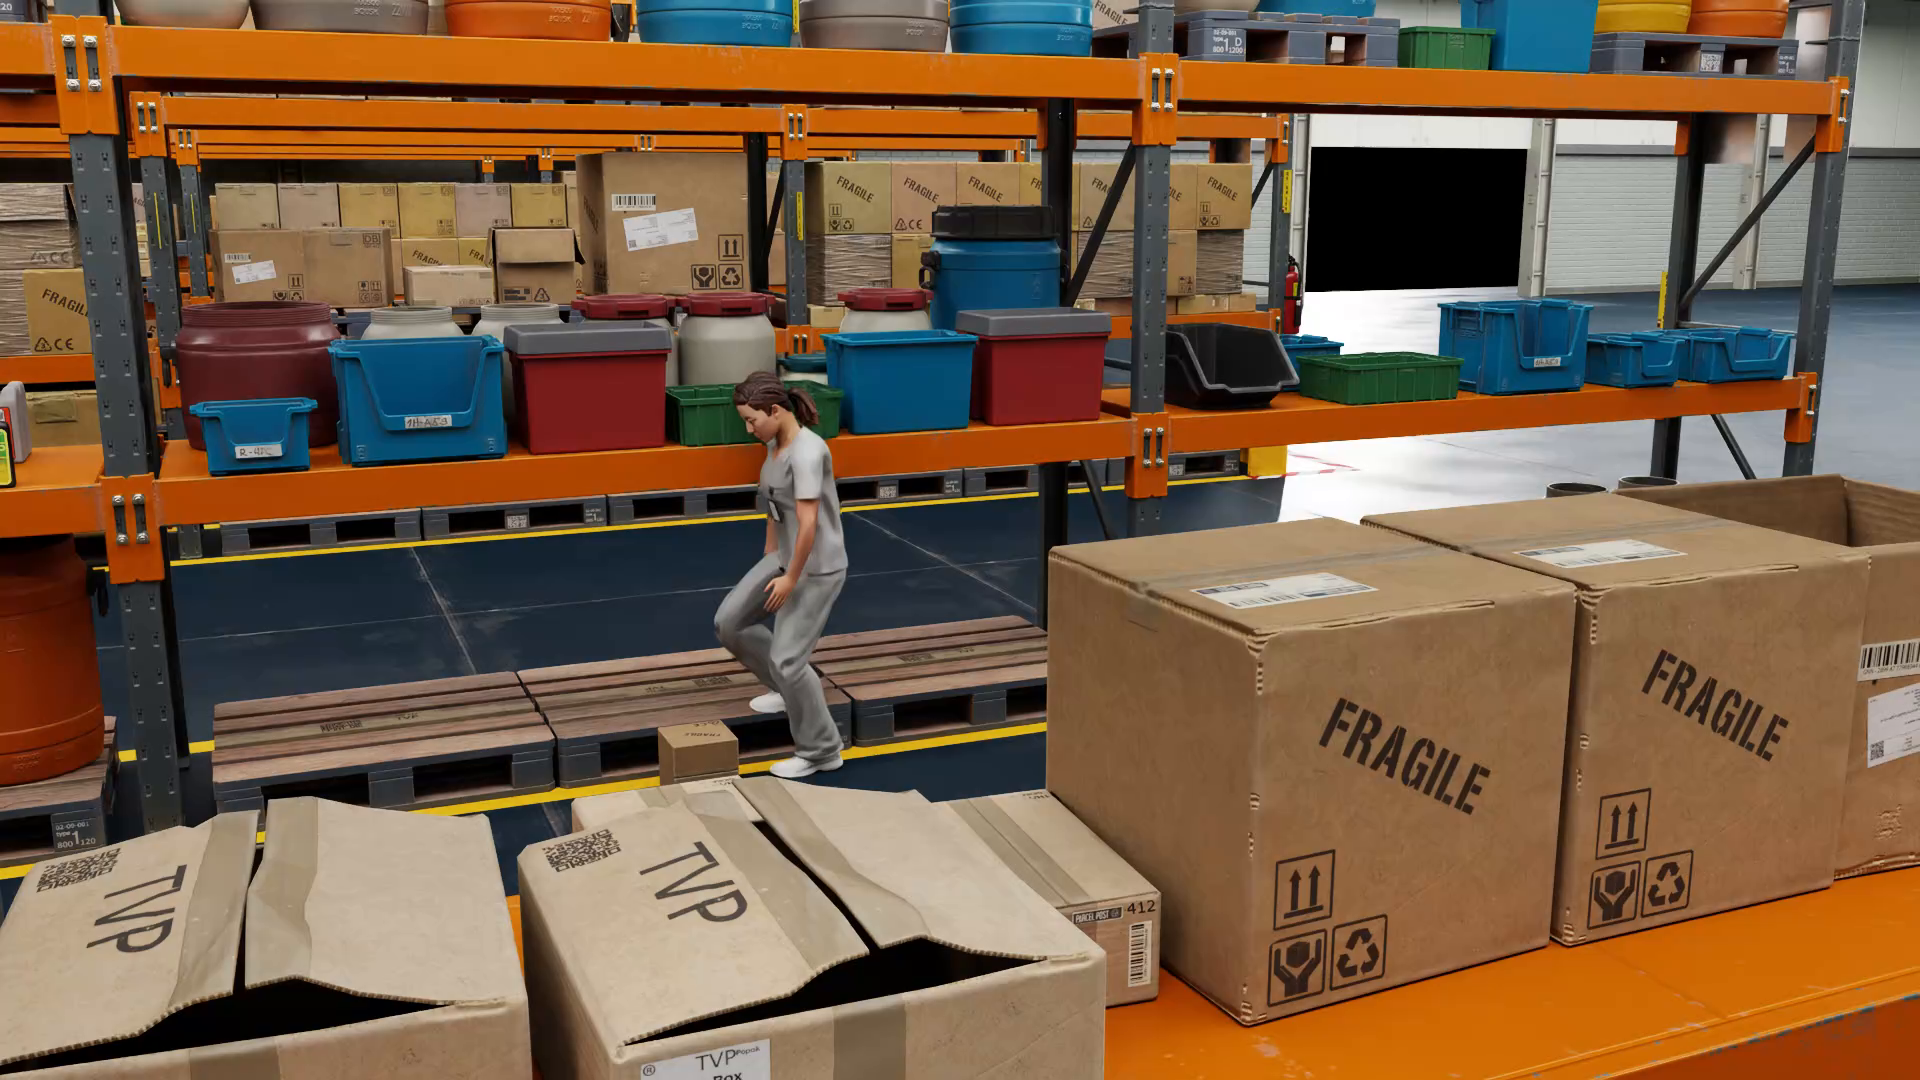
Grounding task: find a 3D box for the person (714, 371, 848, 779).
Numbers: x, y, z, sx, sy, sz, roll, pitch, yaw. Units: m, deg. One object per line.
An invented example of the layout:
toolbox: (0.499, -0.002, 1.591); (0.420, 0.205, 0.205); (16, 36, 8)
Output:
person: (-0.688, 0.134, 6.530); (0.490, 1.606, 0.464); (-5, 13, -22)
